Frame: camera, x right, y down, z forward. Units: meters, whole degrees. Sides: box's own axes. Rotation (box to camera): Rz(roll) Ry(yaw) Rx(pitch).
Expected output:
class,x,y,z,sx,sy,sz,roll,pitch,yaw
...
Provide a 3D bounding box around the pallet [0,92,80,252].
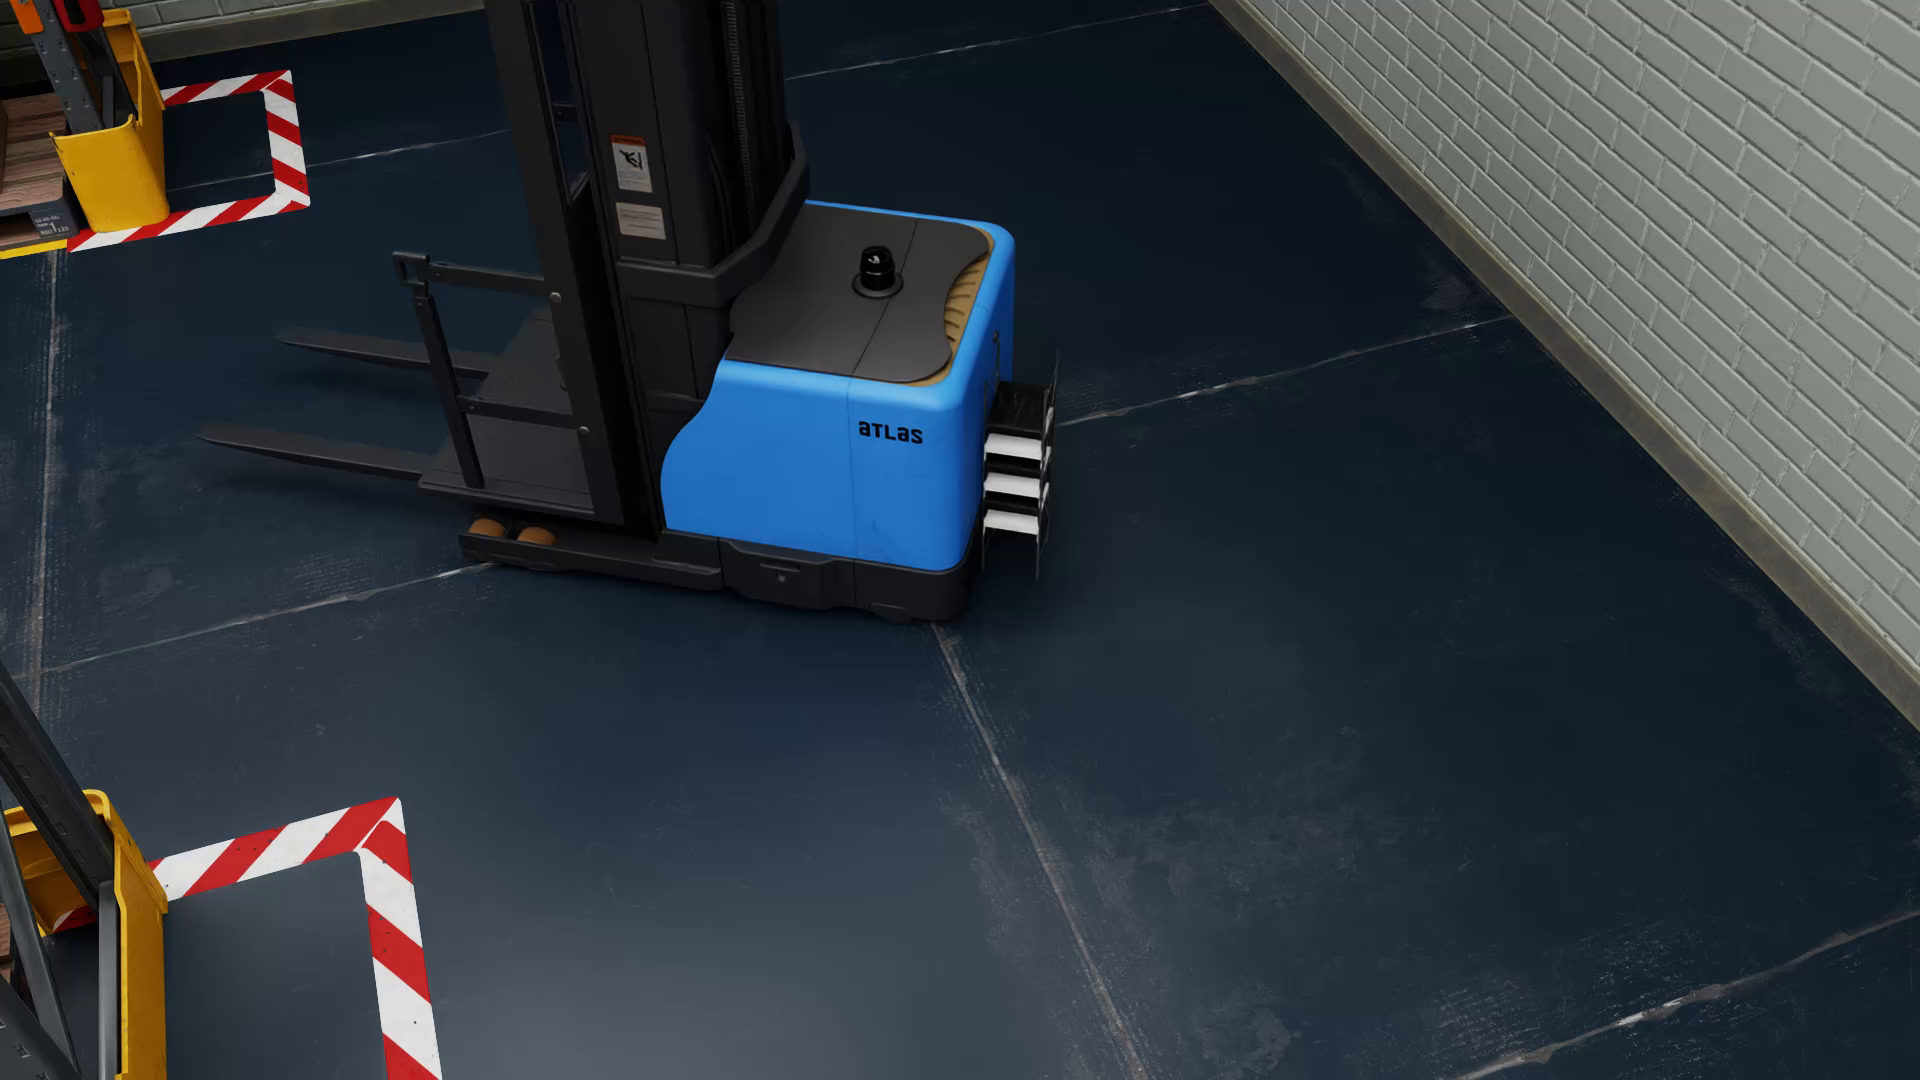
class,x,y,z,sx,sy,sz,roll,pitch,yaw
pallet,-4.780,-1.654,7.749,1.213,0.211,1.003,-14,47,-14

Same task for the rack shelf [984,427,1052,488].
class,x,y,z,sx,sy,sz,roll,pitch,yaw
rack shelf,0.207,-0.307,5.841,0.200,0.077,0.258,9,46,9

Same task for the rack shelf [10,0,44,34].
class,x,y,z,sx,sy,sz,roll,pitch,yaw
rack shelf,-5.935,-2.148,6.781,4.000,0.370,1.077,-14,47,-14

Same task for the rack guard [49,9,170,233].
class,x,y,z,sx,sy,sz,roll,pitch,yaw
rack guard,-4.032,-2.006,7.896,0.348,0.500,1.175,-14,47,-14

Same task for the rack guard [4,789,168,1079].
class,x,y,z,sx,sy,sz,roll,pitch,yaw
rack guard,-2.440,1.317,4.584,0.348,0.500,1.175,-14,47,-14

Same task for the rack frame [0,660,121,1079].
class,x,y,z,sx,sy,sz,roll,pitch,yaw
rack frame,-2.369,0.417,3.717,0.127,3.000,1.000,-14,47,-14

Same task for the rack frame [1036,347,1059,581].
class,x,y,z,sx,sy,sz,roll,pitch,yaw
rack frame,0.307,-0.252,5.865,0.006,0.900,0.240,9,46,9

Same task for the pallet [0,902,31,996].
class,x,y,z,sx,sy,sz,roll,pitch,yaw
pallet,-3.190,1.612,4.495,1.213,0.211,1.003,-14,47,-14

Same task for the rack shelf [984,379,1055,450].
class,x,y,z,sx,sy,sz,roll,pitch,yaw
rack shelf,0.207,-0.434,5.713,0.200,0.077,0.258,9,46,9

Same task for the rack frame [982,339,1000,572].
class,x,y,z,sx,sy,sz,roll,pitch,yaw
rack frame,0.108,-0.283,5.896,0.006,0.900,0.240,9,46,9

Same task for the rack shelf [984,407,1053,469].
class,x,y,z,sx,sy,sz,roll,pitch,yaw
rack shelf,0.207,-0.371,5.777,0.200,0.077,0.258,9,46,9

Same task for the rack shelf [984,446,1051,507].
class,x,y,z,sx,sy,sz,roll,pitch,yaw
rack shelf,0.207,-0.244,5.904,0.200,0.077,0.258,9,46,9

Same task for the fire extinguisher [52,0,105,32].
class,x,y,z,sx,sy,sz,roll,pitch,yaw
fire extinguisher,-3.756,-2.452,6.894,0.183,0.674,0.296,-14,47,-14

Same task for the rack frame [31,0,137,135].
class,x,y,z,sx,sy,sz,roll,pitch,yaw
rack frame,-4.054,-2.883,7.005,0.127,3.000,1.000,-14,47,-14

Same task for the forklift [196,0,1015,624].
class,x,y,z,sx,sy,sz,roll,pitch,yaw
forklift,-1.364,-1.277,5.453,3.031,2.935,1.130,9,46,9

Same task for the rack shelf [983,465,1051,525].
class,x,y,z,sx,sy,sz,roll,pitch,yaw
rack shelf,0.207,-0.180,5.968,0.200,0.077,0.258,9,46,9

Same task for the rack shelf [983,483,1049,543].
class,x,y,z,sx,sy,sz,roll,pitch,yaw
rack shelf,0.207,-0.116,6.032,0.200,0.077,0.258,9,46,9

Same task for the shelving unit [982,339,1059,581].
class,x,y,z,sx,sy,sz,roll,pitch,yaw
shelving unit,0.207,-0.267,5.881,0.210,0.900,0.258,9,46,9

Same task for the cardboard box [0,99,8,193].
class,x,y,z,sx,sy,sz,roll,pitch,yaw
cardboard box,-4.679,-1.913,7.508,0.500,0.500,0.700,-14,47,-14
